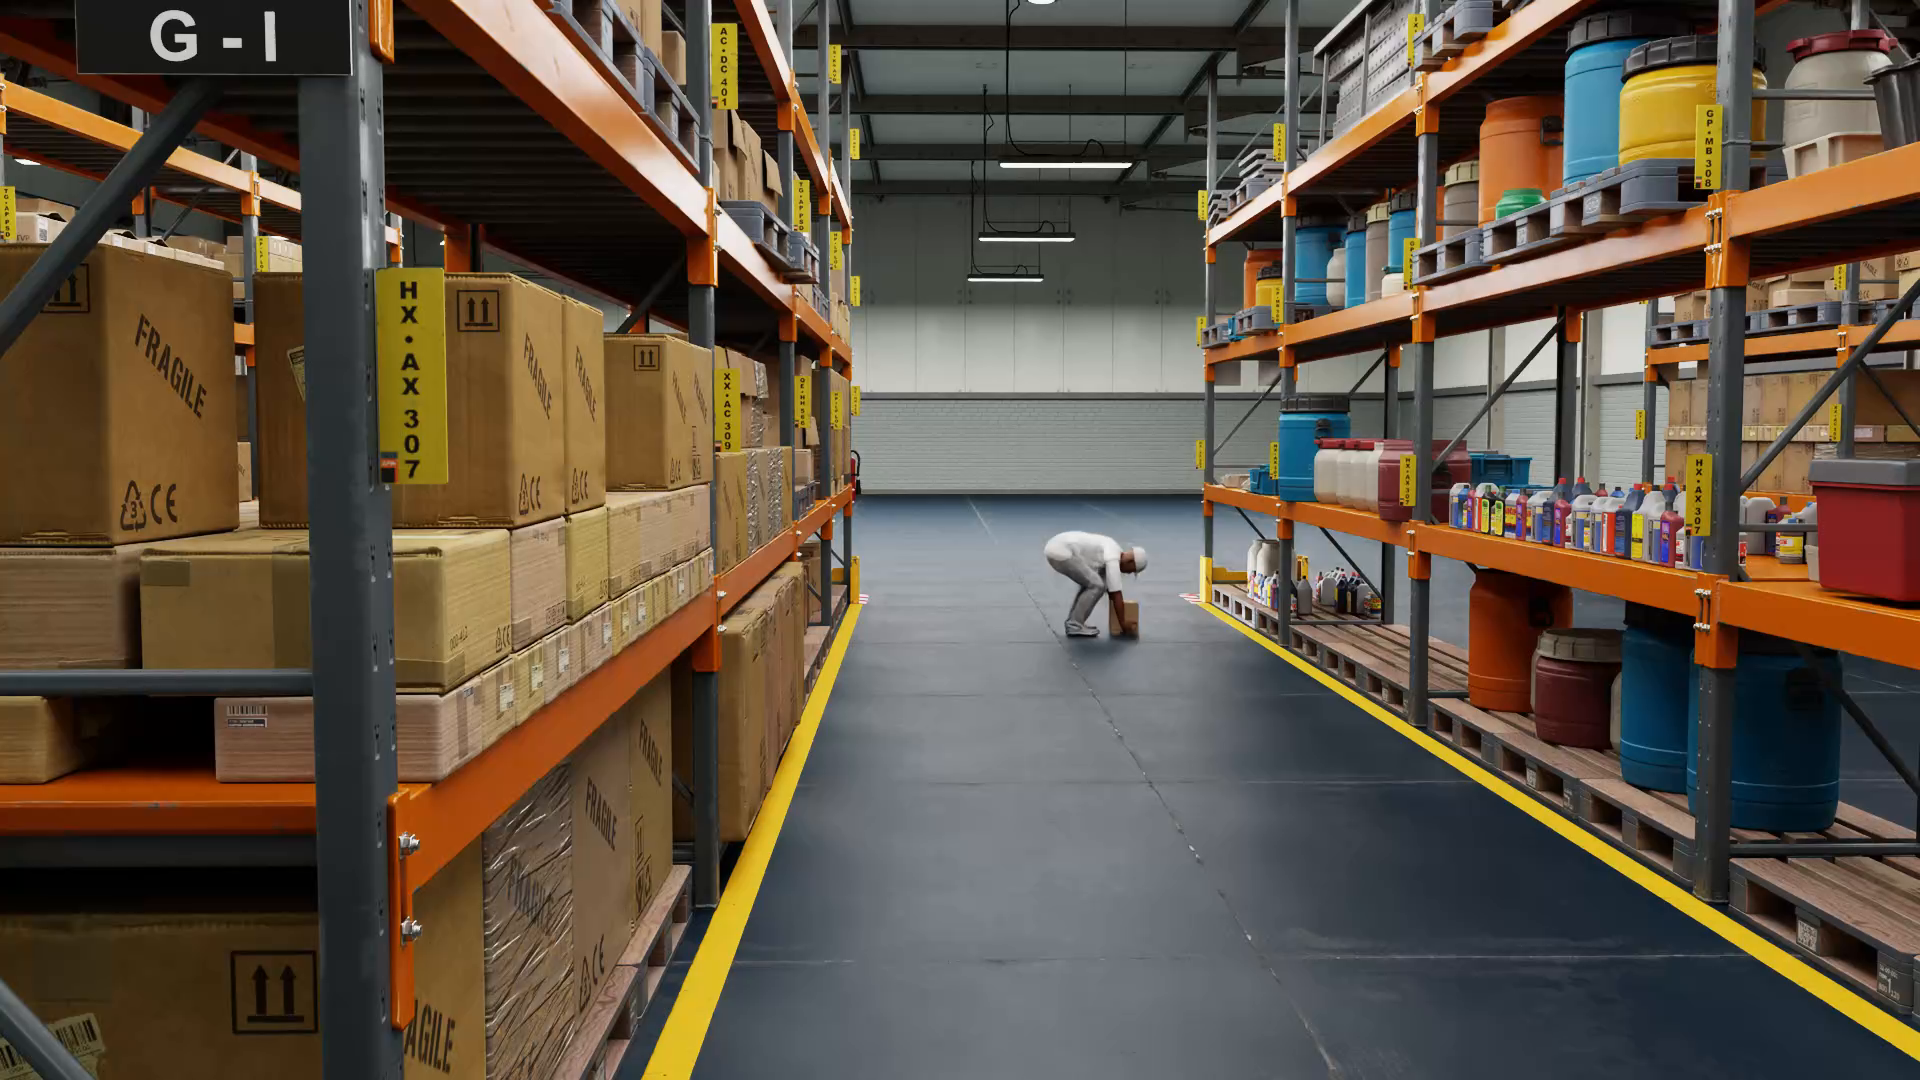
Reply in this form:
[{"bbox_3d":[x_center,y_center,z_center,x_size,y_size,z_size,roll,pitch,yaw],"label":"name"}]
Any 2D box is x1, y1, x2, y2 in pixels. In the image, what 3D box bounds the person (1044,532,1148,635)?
[{"bbox_3d":[1.274,0.398,15.571,0.973,0.967,0.501,0,4,-4],"label":"person"}]
